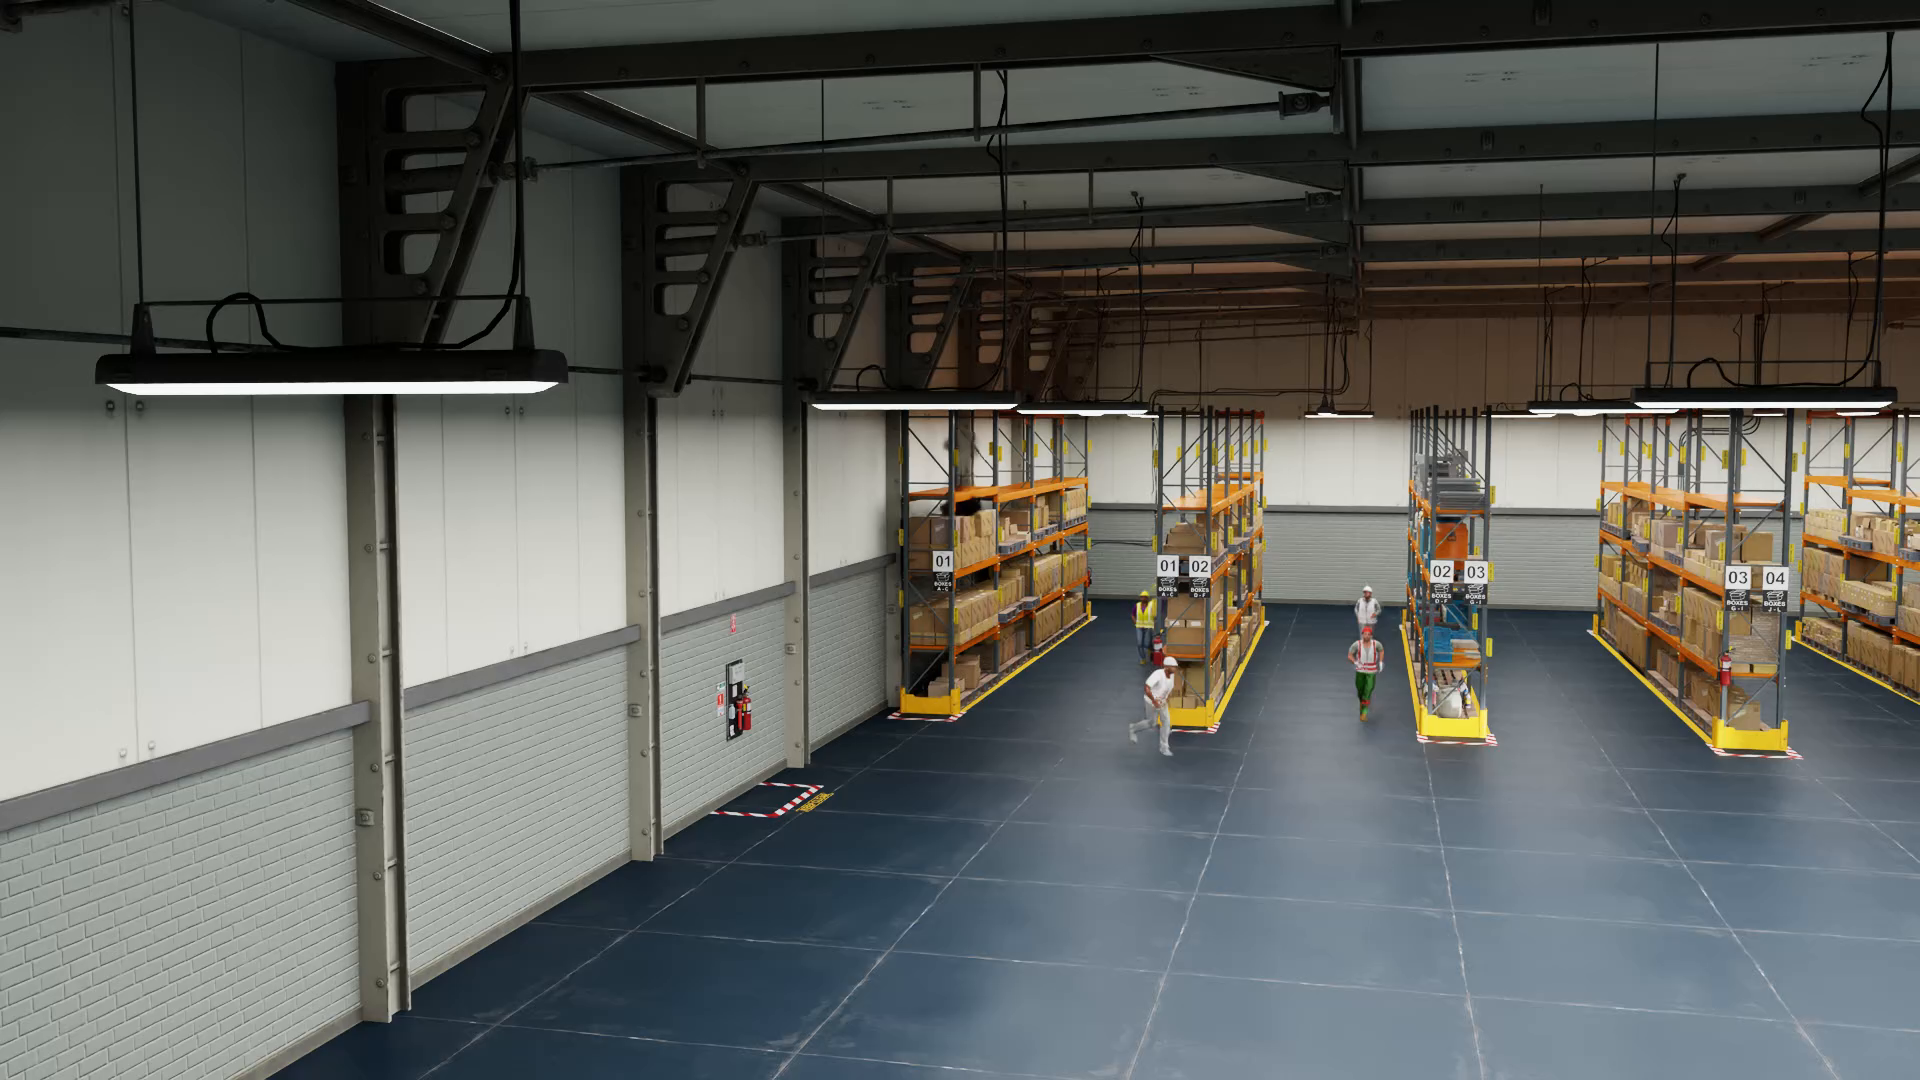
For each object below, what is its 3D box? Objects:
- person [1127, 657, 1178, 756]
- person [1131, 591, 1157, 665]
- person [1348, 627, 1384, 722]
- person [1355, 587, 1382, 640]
[{"bbox_3d":[3.341,2.837,28.739,1.019,1.712,0.719,3,5,37],"label":"person"},{"bbox_3d":[4.340,2.063,39.136,0.702,1.726,0.549,1,4,19],"label":"person"},{"bbox_3d":[7.801,2.539,31.987,0.685,1.775,1.026,1,4,12],"label":"person"},{"bbox_3d":[9.784,1.989,39.927,0.646,1.740,0.584,1,4,18],"label":"person"}]
